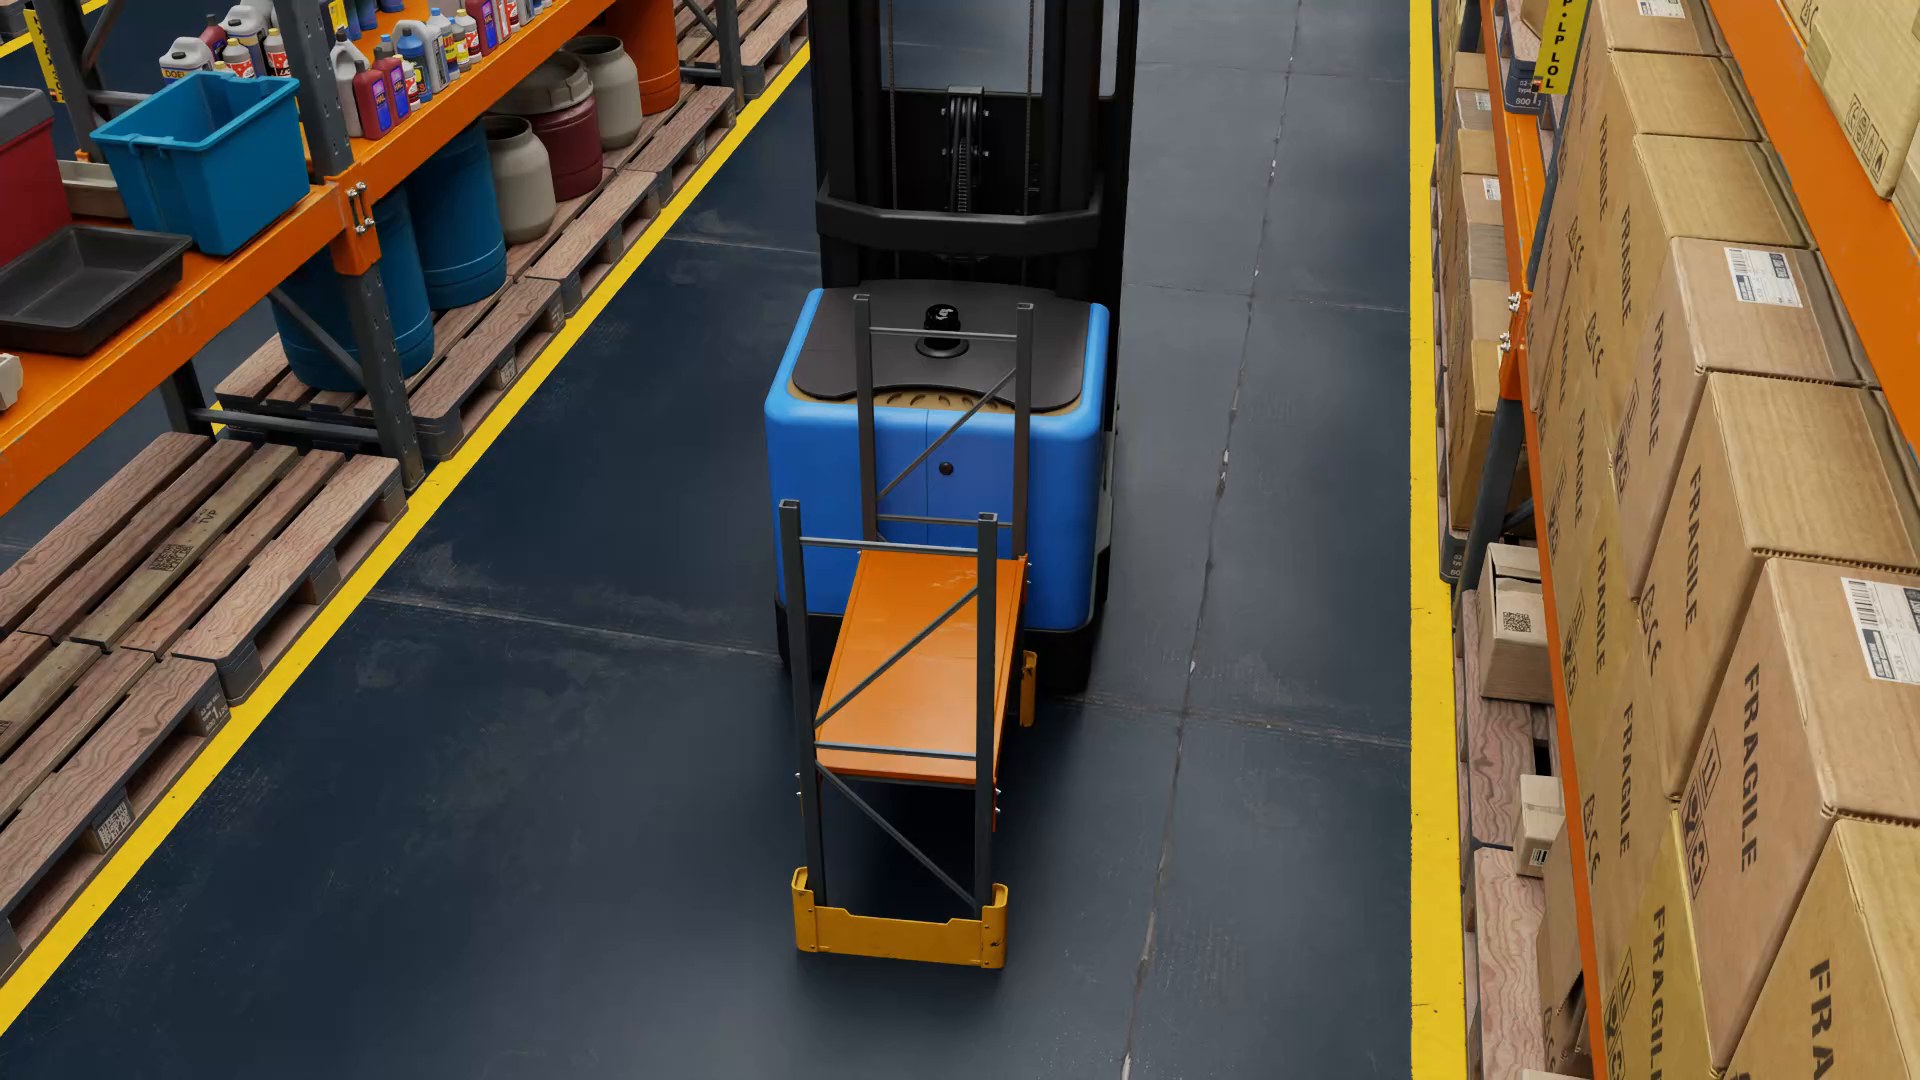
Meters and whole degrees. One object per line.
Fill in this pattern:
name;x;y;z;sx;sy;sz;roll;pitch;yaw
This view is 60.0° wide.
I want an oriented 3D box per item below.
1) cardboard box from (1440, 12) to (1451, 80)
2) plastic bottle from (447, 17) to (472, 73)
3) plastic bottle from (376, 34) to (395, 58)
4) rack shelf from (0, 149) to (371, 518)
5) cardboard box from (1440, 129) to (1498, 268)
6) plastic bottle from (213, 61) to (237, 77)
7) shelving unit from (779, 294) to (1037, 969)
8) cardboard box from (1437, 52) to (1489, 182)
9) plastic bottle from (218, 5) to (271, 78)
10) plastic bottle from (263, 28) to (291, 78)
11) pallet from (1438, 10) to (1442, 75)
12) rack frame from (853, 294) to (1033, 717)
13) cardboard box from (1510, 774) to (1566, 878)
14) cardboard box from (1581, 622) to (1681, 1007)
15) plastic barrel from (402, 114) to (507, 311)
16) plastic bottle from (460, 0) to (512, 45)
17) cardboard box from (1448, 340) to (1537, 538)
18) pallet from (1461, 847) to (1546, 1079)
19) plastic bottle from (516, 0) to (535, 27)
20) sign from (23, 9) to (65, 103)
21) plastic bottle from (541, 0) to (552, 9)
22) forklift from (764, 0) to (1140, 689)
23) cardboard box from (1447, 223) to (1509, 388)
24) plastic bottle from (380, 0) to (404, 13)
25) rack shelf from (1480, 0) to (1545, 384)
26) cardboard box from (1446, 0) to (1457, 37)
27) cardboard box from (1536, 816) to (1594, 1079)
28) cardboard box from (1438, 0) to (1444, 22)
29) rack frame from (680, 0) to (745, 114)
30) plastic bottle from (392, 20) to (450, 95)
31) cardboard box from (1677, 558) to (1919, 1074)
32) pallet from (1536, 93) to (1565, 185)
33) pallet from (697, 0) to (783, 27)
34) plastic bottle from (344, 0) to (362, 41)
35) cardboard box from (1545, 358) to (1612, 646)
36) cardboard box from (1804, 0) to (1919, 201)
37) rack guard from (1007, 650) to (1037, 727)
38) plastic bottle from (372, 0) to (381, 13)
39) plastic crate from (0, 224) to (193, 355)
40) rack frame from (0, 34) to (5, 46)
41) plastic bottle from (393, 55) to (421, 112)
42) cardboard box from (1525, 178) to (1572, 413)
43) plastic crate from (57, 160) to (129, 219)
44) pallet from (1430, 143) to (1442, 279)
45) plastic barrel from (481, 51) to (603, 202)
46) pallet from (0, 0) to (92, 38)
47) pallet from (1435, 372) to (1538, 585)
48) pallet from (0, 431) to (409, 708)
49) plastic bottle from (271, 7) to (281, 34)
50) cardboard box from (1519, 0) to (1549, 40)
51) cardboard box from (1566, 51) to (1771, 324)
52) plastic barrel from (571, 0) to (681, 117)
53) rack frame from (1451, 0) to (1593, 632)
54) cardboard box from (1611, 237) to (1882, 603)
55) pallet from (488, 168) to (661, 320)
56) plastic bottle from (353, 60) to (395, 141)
cardboard box;3.056;-2.847;9.608;0.500;0.250;0.500;7;37;9
plastic bottle;-1.995;-1.958;6.565;0.097;0.201;0.097;0;36;0
plastic bottle;-2.194;-1.844;6.408;0.097;0.201;0.097;0;36;0
rack shelf;-3.044;-0.054;4.382;1.077;0.370;4.000;7;37;10
cardboard box;2.481;-1.515;7.540;0.500;0.500;0.500;7;36;9
plastic bottle;-2.723;-1.673;6.172;0.097;0.201;0.097;0;36;0
shelving unit;-0.107;0.248;4.630;0.587;1.500;1.083;4;36;5
cardboard box;2.699;-2.103;8.351;0.500;0.500;0.500;9;37;12
plastic bottle;-2.771;-1.918;6.446;0.152;0.276;0.135;7;37;10
plastic bottle;-2.645;-1.883;6.461;0.097;0.201;0.097;0;36;0
pallet;3.552;-3.198;10.482;1.003;0.211;1.213;7;37;10
rack frame;-0.047;-0.053;5.046;0.500;1.500;0.032;4;36;5
cardboard box;1.745;0.811;4.615;0.380;0.166;0.250;7;37;10
cardboard box;1.416;0.509;2.906;0.500;0.500;0.500;8;37;10
plastic barrel;-2.333;-1.528;7.233;0.600;0.901;0.708;7;37;10
plastic bottle;-1.948;-2.190;6.822;0.152;0.276;0.135;7;37;10
cardboard box;2.047;-0.354;5.938;0.500;0.500;0.500;7;37;10
pallet;1.815;1.355;4.201;1.003;0.211;1.213;7;37;10
plastic bottle;-1.899;-2.323;7.005;0.152;0.276;0.135;7;37;10
sign;-3.154;-1.674;5.768;0.100;0.325;0.005;7;37;10
plastic bottle;-1.826;-2.440;7.171;0.097;0.271;0.097;0;36;0
forklift;0.071;-1.550;5.892;1.130;2.935;3.031;4;36;5
cardboard box;2.268;-0.924;6.724;0.500;0.500;0.500;8;37;11
plastic bottle;-2.459;-2.410;7.129;0.097;0.271;0.097;0;36;0
rack shelf;2.649;-1.724;6.686;1.077;0.370;4.000;7;37;10
cardboard box;3.052;-3.076;9.446;0.500;0.311;0.500;7;36;9
cardboard box;1.825;1.041;4.010;0.797;0.503;0.637;7;37;10
cardboard box;3.274;-3.430;10.412;0.500;0.250;0.500;8;37;11
rack frame;-1.763;-3.785;8.917;1.000;3.000;0.127;7;37;10
plastic bottle;-2.068;-1.869;6.379;0.152;0.276;0.135;7;37;10
cardboard box;1.300;0.399;2.206;0.500;0.500;0.500;8;37;11
pallet;2.499;-1.236;5.563;1.003;0.211;1.213;7;37;10
pallet;-1.296;-3.793;11.303;1.003;0.211;1.213;7;37;10
plastic bottle;-2.537;-2.200;6.839;0.097;0.271;0.097;0;36;0
cardboard box;1.631;-0.071;3.707;0.500;0.500;0.500;7;37;10
cardboard box;1.431;-0.631;2.136;0.500;0.250;0.500;7;37;10
rack guard;-0.049;0.464;5.397;0.587;0.250;0.087;4;36;5
plastic bottle;-2.585;-2.417;7.135;0.152;0.276;0.135;7;37;10
plastic crate;-2.594;-0.730;4.884;0.437;0.125;0.590;7;37;10
rack frame;-6.601;-4.406;9.773;1.000;3.000;0.127;7;37;10
plastic bottle;-2.087;-1.713;6.227;0.097;0.201;0.097;0;36;0
cardboard box;1.846;-0.652;4.508;0.500;0.500;0.500;8;37;11
plastic crate;-2.856;-1.161;5.469;0.396;0.136;0.243;7;37;10
pallet;2.879;-1.610;8.292;1.003;0.211;1.213;7;37;10
plastic barrel;-2.092;-2.049;8.218;0.600;0.588;0.708;7;37;10
pallet;-6.433;-3.725;11.210;1.003;0.211;1.213;7;37;10
pallet;2.358;-0.211;6.362;1.003;0.211;1.213;7;37;10
pallet;-2.736;0.063;5.983;1.003;0.211;1.213;7;37;10
plastic bottle;-2.599;-2.022;6.526;0.144;0.351;0.185;7;37;10
cardboard box;2.538;-2.100;6.149;0.700;0.500;0.500;-1;36;-2
cardboard box;1.736;-0.784;3.838;0.500;0.500;0.500;6;36;9
plastic barrel;-1.850;-2.794;9.041;0.600;0.830;0.708;7;37;10
rack frame;2.221;-0.869;4.893;1.000;3.000;0.127;7;37;10
cardboard box;1.516;-0.193;3.023;0.500;0.500;0.500;8;37;11
pallet;-2.153;-1.502;8.142;1.003;0.211;1.213;7;37;10
plastic bottle;-2.122;-1.602;6.003;0.061;0.283;0.133;7;37;10
